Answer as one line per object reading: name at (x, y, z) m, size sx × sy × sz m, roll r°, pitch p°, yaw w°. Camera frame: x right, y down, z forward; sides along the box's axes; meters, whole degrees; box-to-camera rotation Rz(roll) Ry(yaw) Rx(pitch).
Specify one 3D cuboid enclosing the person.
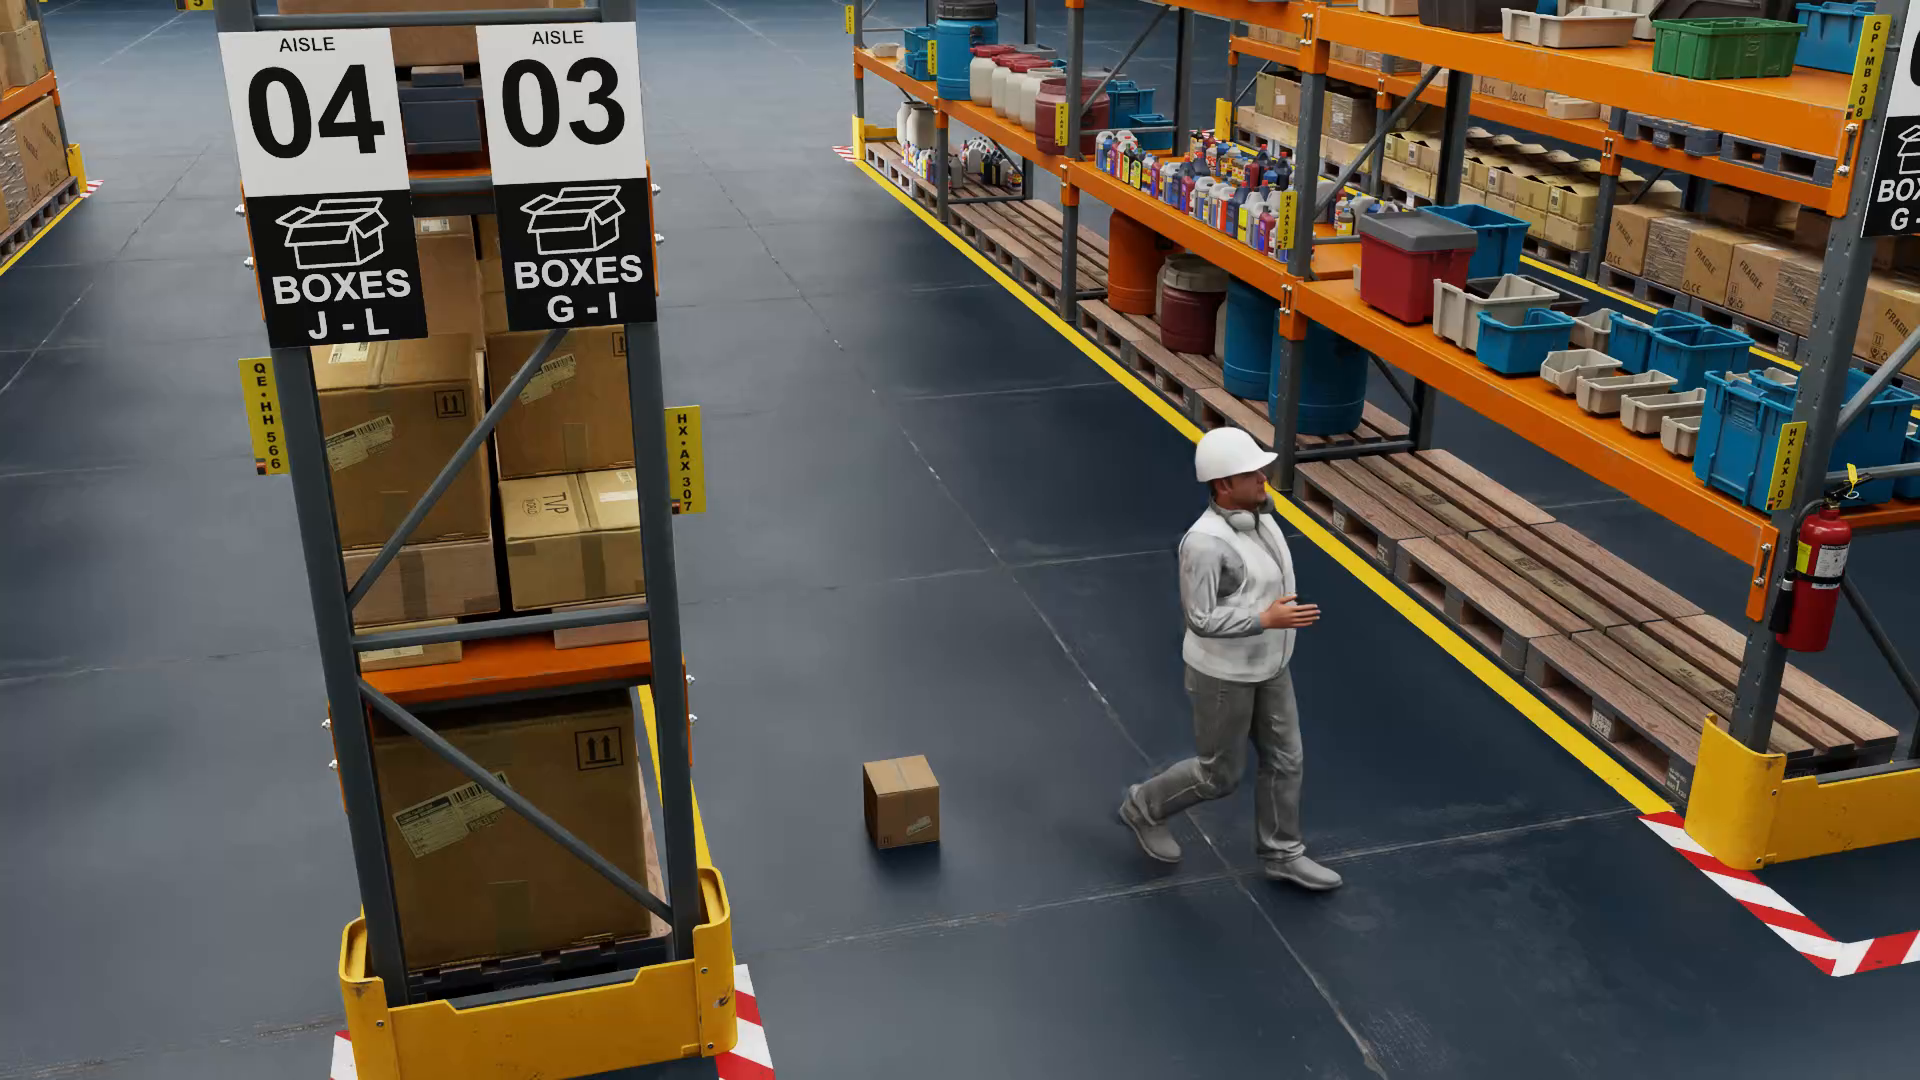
person at (1.026, 0.440, 5.994) m, size 0.845 × 1.751 × 0.666 m, roll 15°, pitch 27°, yaw 32°
